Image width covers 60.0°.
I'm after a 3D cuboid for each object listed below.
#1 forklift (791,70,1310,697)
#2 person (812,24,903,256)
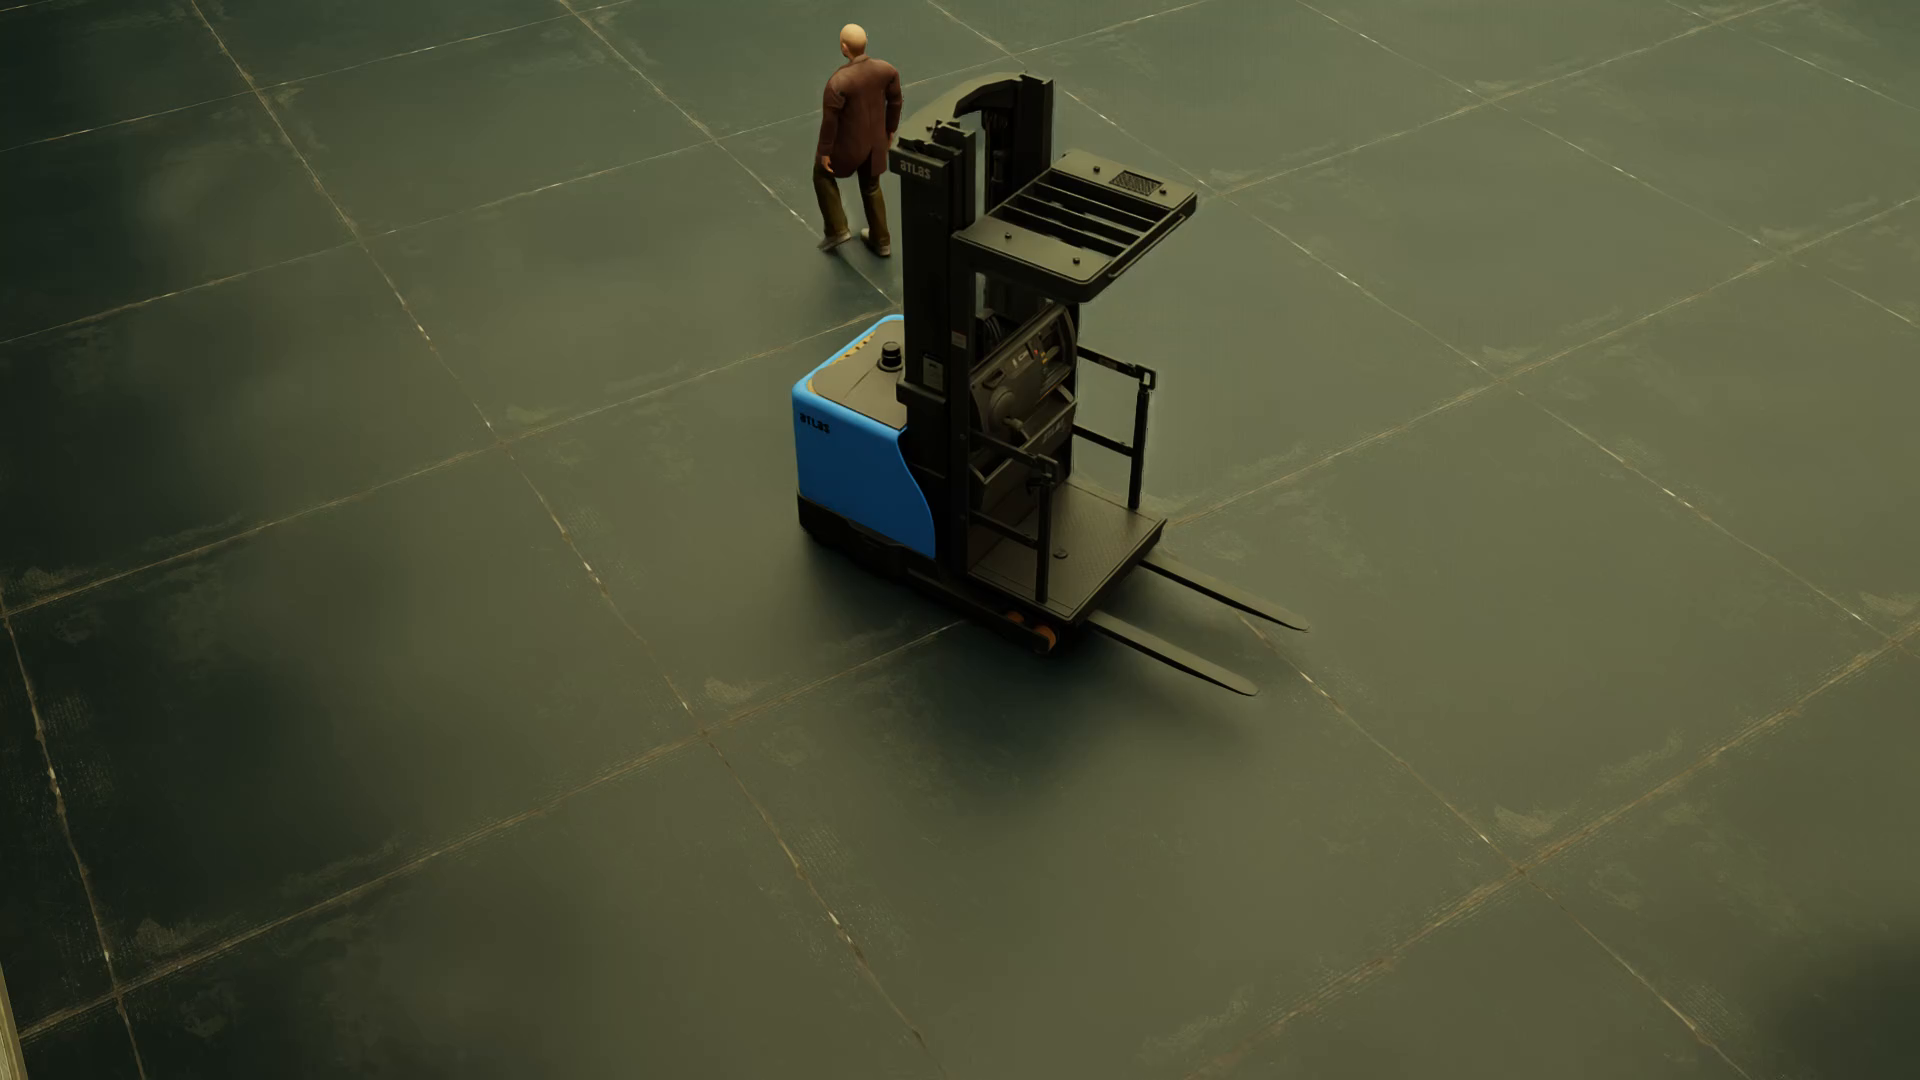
[{"bbox_3d":[0.517,-0.863,8.858,3.031,2.935,1.130,25,47,26],"label":"forklift"},{"bbox_3d":[-0.764,-2.890,12.107,0.709,1.807,0.529,-26,47,-26],"label":"person"}]
